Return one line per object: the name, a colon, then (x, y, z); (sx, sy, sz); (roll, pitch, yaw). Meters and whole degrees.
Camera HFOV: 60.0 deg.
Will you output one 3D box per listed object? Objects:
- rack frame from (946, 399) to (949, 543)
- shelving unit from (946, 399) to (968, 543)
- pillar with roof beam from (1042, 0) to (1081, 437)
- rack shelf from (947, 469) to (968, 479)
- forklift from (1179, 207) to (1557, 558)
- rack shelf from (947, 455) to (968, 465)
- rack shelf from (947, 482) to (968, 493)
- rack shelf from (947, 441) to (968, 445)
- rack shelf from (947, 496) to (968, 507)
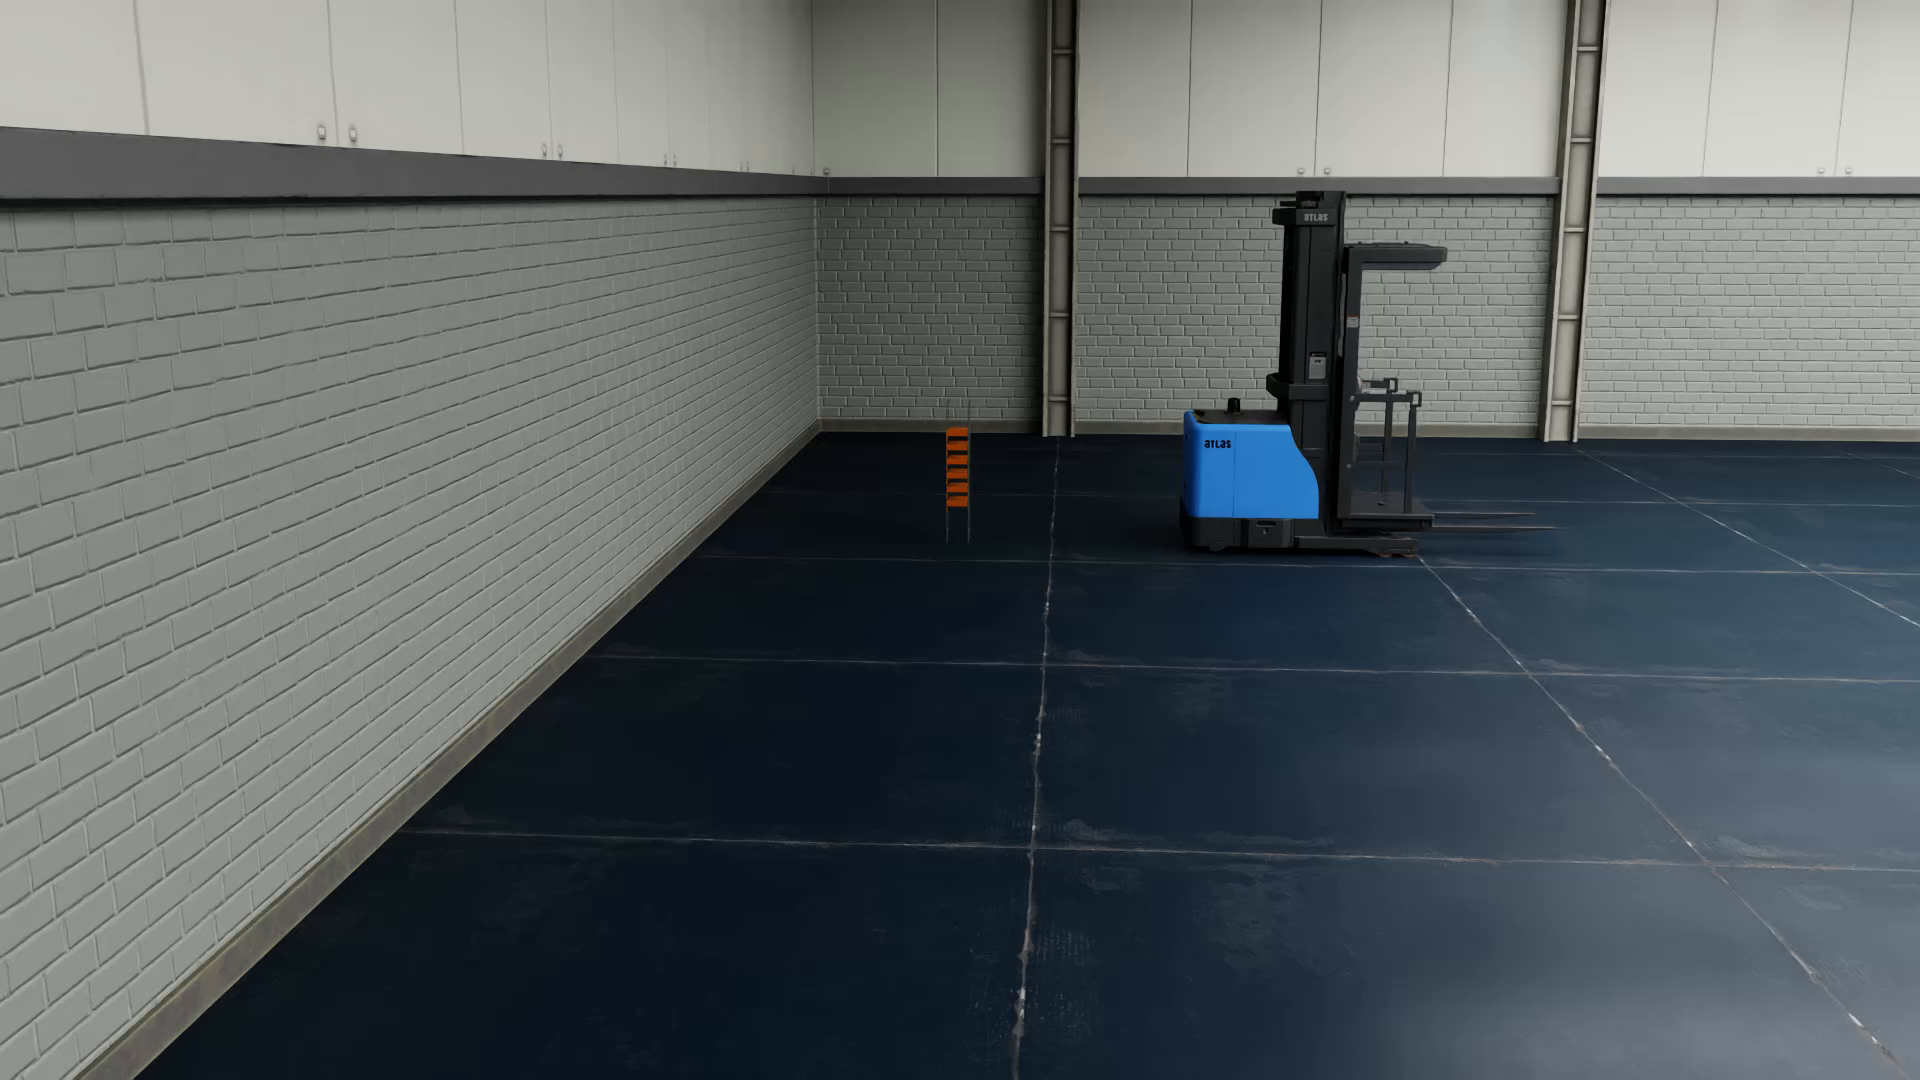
rack frame: (-0.106, -0.589, 14.152); (0.006, 1.200, 0.240); (1, 12, 4)
shelving unit: (-0.017, -0.588, 14.146); (0.184, 1.200, 0.258); (1, 12, 4)
pillar with roof beam: (0.924, -4.817, 15.317); (0.400, 9.000, 9.100); (1, 12, 4)
rack shelf: (-0.014, -0.544, 14.155); (0.180, 0.103, 0.258); (1, 12, 4)
forklift: (3.410, -1.336, 13.825); (3.031, 2.797, 1.129); (1, 12, 4)
rack shelf: (-0.014, -0.661, 14.131); (0.180, 0.103, 0.258); (1, 12, 4)
rack shelf: (-0.014, -0.427, 14.180); (0.180, 0.103, 0.258); (1, 12, 4)
rack shelf: (-0.014, -0.806, 14.101); (0.171, 0.034, 0.221); (1, 12, 4)
rack shelf: (-0.014, -0.309, 14.204); (0.180, 0.103, 0.258); (1, 12, 4)
